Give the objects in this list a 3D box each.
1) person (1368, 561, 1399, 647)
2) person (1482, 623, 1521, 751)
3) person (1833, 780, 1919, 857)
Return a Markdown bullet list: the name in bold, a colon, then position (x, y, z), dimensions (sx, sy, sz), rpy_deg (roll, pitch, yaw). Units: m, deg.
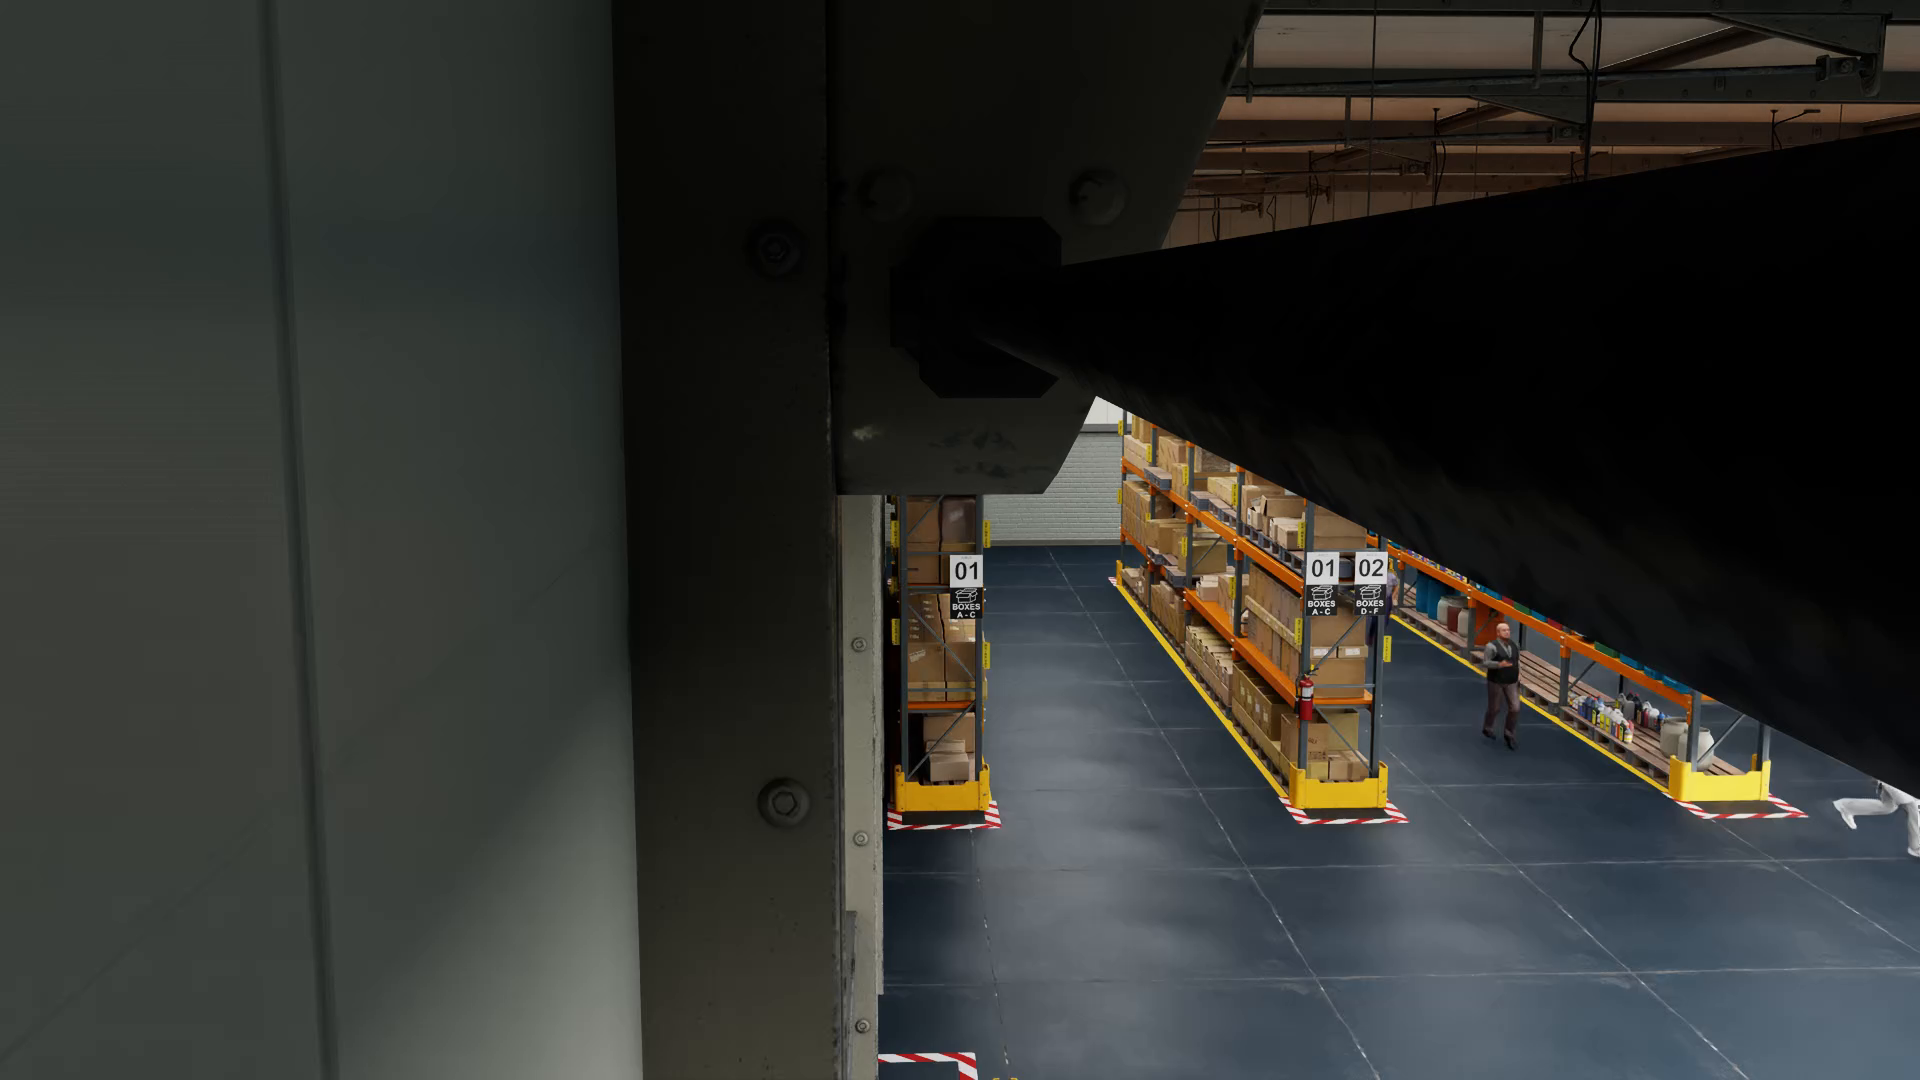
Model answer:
- **person**: position (7.576, 1.139, 29.853), dimensions (0.608, 1.623, 0.610), rpy_deg (0, 8, -1)
- **person**: position (7.627, 2.046, 23.385), dimensions (0.639, 1.774, 0.734), rpy_deg (-1, 9, -8)
- **person**: position (10.590, 2.719, 18.886), dimensions (1.136, 1.776, 0.678), rpy_deg (5, 10, 32)
